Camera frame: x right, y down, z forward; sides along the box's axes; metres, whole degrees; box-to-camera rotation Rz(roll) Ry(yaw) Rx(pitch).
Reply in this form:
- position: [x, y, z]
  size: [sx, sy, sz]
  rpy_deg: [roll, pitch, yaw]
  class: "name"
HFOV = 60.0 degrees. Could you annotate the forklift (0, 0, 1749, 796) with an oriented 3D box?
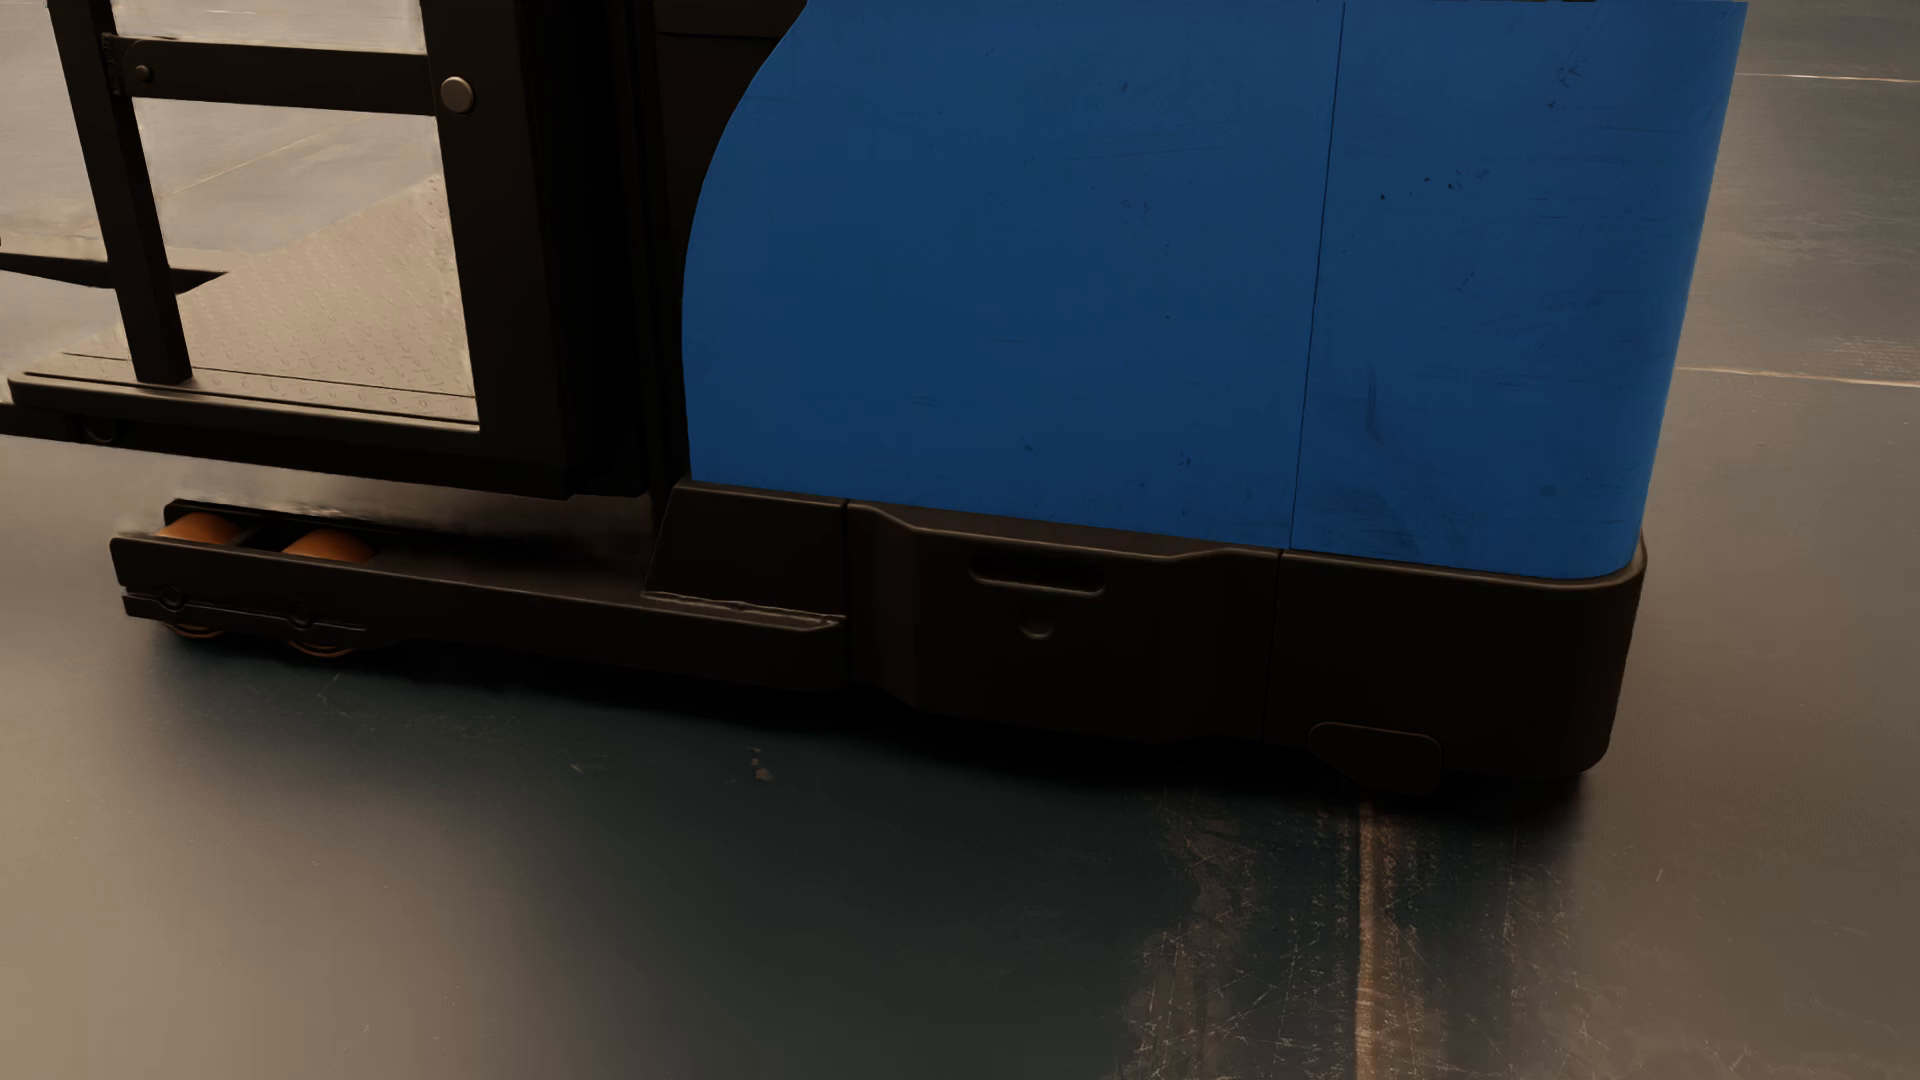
- position: [-0.621, -1.374, 1.970]
  size: [3.031, 2.935, 1.130]
  rpy_deg: [7, 28, 13]
  class: "forklift"
